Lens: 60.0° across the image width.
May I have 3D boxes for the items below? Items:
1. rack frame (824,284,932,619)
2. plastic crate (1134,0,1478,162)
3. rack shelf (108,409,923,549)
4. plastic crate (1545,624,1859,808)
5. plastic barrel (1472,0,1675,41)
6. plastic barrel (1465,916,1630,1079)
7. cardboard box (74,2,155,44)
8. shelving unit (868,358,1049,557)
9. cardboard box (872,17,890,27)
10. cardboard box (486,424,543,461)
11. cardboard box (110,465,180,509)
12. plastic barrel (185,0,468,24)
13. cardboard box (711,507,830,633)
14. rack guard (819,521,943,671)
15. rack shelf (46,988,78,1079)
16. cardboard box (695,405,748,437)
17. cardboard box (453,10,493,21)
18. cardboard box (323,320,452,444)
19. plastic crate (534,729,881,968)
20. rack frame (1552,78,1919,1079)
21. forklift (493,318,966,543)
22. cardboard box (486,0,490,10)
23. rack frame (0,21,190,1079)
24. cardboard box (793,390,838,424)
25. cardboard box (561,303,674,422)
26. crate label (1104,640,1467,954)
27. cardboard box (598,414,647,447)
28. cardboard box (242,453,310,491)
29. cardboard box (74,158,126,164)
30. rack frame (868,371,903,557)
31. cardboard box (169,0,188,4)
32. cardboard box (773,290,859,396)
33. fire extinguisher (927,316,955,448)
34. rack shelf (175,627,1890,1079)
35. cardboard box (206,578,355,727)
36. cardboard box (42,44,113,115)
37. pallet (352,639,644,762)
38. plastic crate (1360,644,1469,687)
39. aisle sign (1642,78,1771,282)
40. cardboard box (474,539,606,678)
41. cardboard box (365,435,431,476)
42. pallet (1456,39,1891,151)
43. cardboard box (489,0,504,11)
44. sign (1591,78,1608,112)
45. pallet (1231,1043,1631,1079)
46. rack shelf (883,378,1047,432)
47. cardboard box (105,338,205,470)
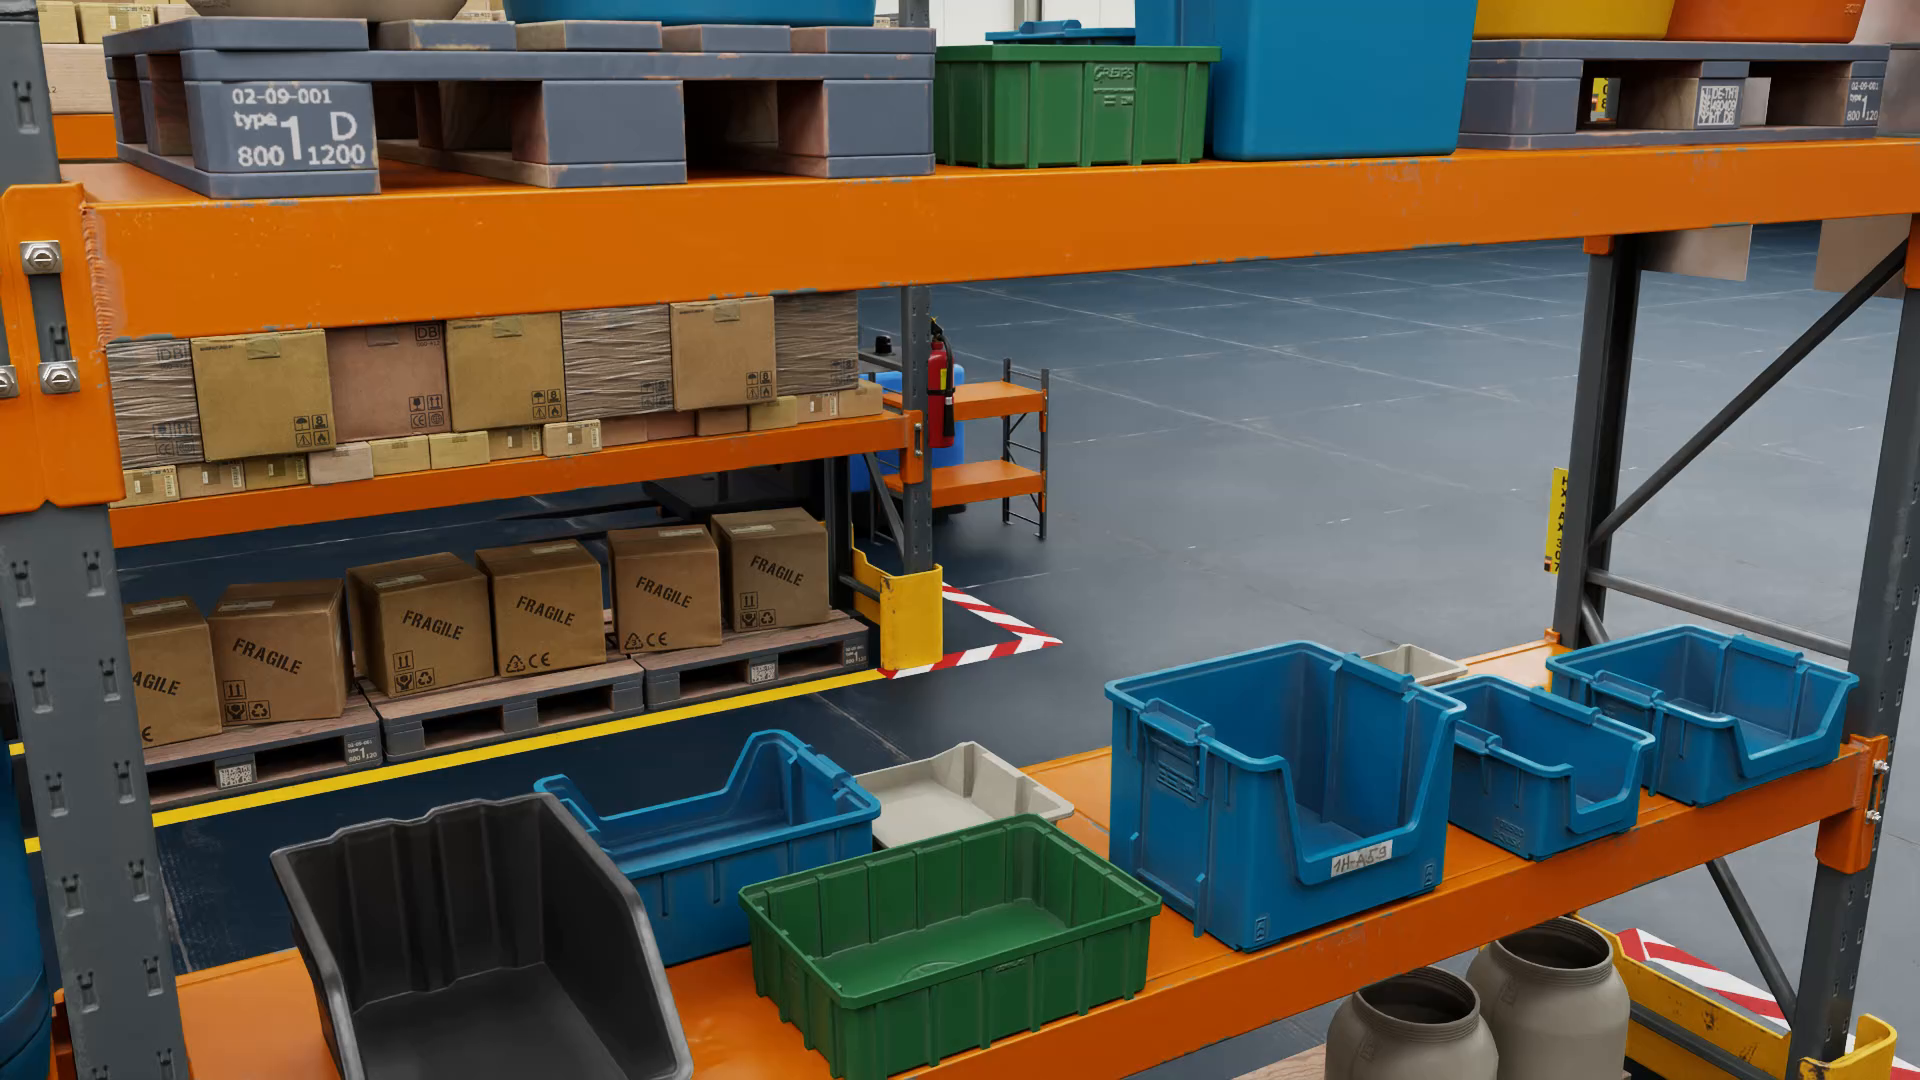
[{"bbox_3d":[-0.450,-0.937,8.693,0.127,3.000,1.000,-9,18,-30],"label":"rack frame"},{"bbox_3d":[0.621,-0.892,3.008,0.575,0.384,0.392,-9,18,-30],"label":"plastic crate"},{"bbox_3d":[-2.164,-0.312,7.799,4.000,0.370,1.077,-9,18,-30],"label":"rack shelf"},{"bbox_3d":[1.826,0.420,4.130,0.616,0.251,0.499,-9,18,-30],"label":"plastic crate"},{"bbox_3d":[1.189,-1.340,3.448,0.600,0.588,0.600,0,16,0],"label":"plastic barrel"},{"bbox_3d":[1.576,1.314,4.495,0.421,0.512,0.421,0,16,0],"label":"plastic barrel"},{"bbox_3d":[-3.248,-1.971,6.366,0.250,0.149,0.380,-10,19,-32],"label":"cardboard box"},{"bbox_3d":[-0.006,-0.541,10.755,1.048,1.125,0.538,-9,18,-30],"label":"shelving unit"},{"bbox_3d":[-0.527,-2.390,7.860,0.250,0.149,0.380,-9,18,-30],"label":"cardboard box"},{"bbox_3d":[-2.070,-0.477,7.518,0.250,0.149,0.380,-9,18,-30],"label":"cardboard box"},{"bbox_3d":[-3.319,-0.252,6.715,0.250,0.149,0.380,-9,18,-30],"label":"cardboard box"},{"bbox_3d":[-0.858,-0.949,2.197,0.421,0.512,0.421,0,16,0],"label":"plastic barrel"},{"bbox_3d":[-0.994,0.148,8.678,0.500,0.500,0.500,-6,17,-19],"label":"cardboard box"},{"bbox_3d":[-0.515,0.278,8.993,0.348,0.500,1.175,-9,18,-30],"label":"rack guard"},{"bbox_3d":[-3.042,1.390,1.727,4.000,0.370,1.077,-9,18,-30],"label":"rack shelf"},{"bbox_3d":[-1.213,-0.616,8.014,0.250,0.149,0.380,-9,18,-30],"label":"cardboard box"},{"bbox_3d":[-2.140,-2.152,7.012,0.250,0.149,0.380,-9,18,-28],"label":"cardboard box"},{"bbox_3d":[-2.638,-0.774,7.378,0.500,0.500,0.875,-9,18,-30],"label":"cardboard box"},{"bbox_3d":[-0.519,0.620,3.415,0.616,0.251,0.499,-9,18,-30],"label":"plastic crate"},{"bbox_3d":[2.101,0.209,4.605,0.127,3.000,1.000,-9,18,-30],"label":"rack frame"},{"bbox_3d":[-1.496,-1.462,10.694,3.031,2.935,1.130,-9,18,-28],"label":"forklift"},{"bbox_3d":[-3.194,-3.731,11.869,0.500,0.250,0.500,-9,18,-29],"label":"cardboard box"},{"bbox_3d":[-1.328,0.765,2.622,0.127,3.000,1.000,-9,18,-30],"label":"rack frame"},{"bbox_3d":[-0.803,-0.694,8.292,0.250,0.149,0.380,-9,18,-30],"label":"cardboard box"},{"bbox_3d":[-1.753,-0.901,7.830,0.500,0.500,0.875,-9,18,-30],"label":"cardboard box"},{"bbox_3d":[0.662,0.511,3.465,0.616,0.435,0.502,-9,18,-30],"label":"crate label"},{"bbox_3d":[-1.651,-0.551,7.782,0.250,0.149,0.380,-9,18,-30],"label":"cardboard box"},{"bbox_3d":[-2.909,-0.330,6.994,0.250,0.149,0.380,-9,18,-30],"label":"cardboard box"},{"bbox_3d":[-5.601,-2.281,11.211,0.550,0.550,0.875,-9,18,-30],"label":"cardboard box"},{"bbox_3d":[-0.442,-0.470,10.503,0.032,1.125,0.500,-9,18,-30],"label":"rack frame"},{"bbox_3d":[-4.919,-3.452,10.872,0.500,0.250,0.500,-9,18,-30],"label":"cardboard box"},{"bbox_3d":[-0.936,-1.058,8.390,0.500,0.500,0.875,-9,18,-30],"label":"cardboard box"},{"bbox_3d":[-0.115,-0.809,8.380,0.183,0.674,0.296,-9,18,-30],"label":"fire extinguisher"},{"bbox_3d":[0.386,0.834,3.711,4.000,0.370,1.077,-9,18,-30],"label":"rack shelf"},{"bbox_3d":[-3.028,0.493,7.446,0.500,0.500,0.500,-3,16,-12],"label":"cardboard box"},{"bbox_3d":[-3.361,-1.756,6.337,0.500,0.250,0.500,-10,19,-32],"label":"cardboard box"},{"bbox_3d":[-2.274,0.690,8.057,1.213,0.211,1.003,-9,18,-30],"label":"pallet"},{"bbox_3d":[1.168,0.386,4.463,0.250,0.136,0.298,-9,18,-30],"label":"plastic crate"},{"bbox_3d":[2.012,-1.120,4.532,0.004,0.787,0.394,-9,18,-30],"label":"aisle sign"},{"bbox_3d":[-2.035,0.321,8.059,0.500,0.500,0.500,-7,17,-25],"label":"cardboard box"},{"bbox_3d":[-2.481,-0.399,7.242,0.250,0.149,0.380,-9,18,-30],"label":"cardboard box"},{"bbox_3d":[1.341,-1.052,3.896,1.213,0.211,1.003,-9,18,-30],"label":"pallet"},{"bbox_3d":[-1.862,-2.669,7.654,0.500,0.500,0.500,-9,18,-30],"label":"cardboard box"},{"bbox_3d":[1.821,-1.367,4.655,0.005,0.325,0.100,-9,18,-30],"label":"sign"},{"bbox_3d":[1.361,1.685,4.507,1.213,0.211,1.003,-9,18,-30],"label":"pallet"},{"bbox_3d":[-0.006,-0.823,10.676,1.000,0.278,0.538,-9,18,-30],"label":"rack shelf"},{"bbox_3d":[-3.461,-0.620,6.828,0.500,0.500,0.875,-9,18,-30],"label":"cardboard box"}]
